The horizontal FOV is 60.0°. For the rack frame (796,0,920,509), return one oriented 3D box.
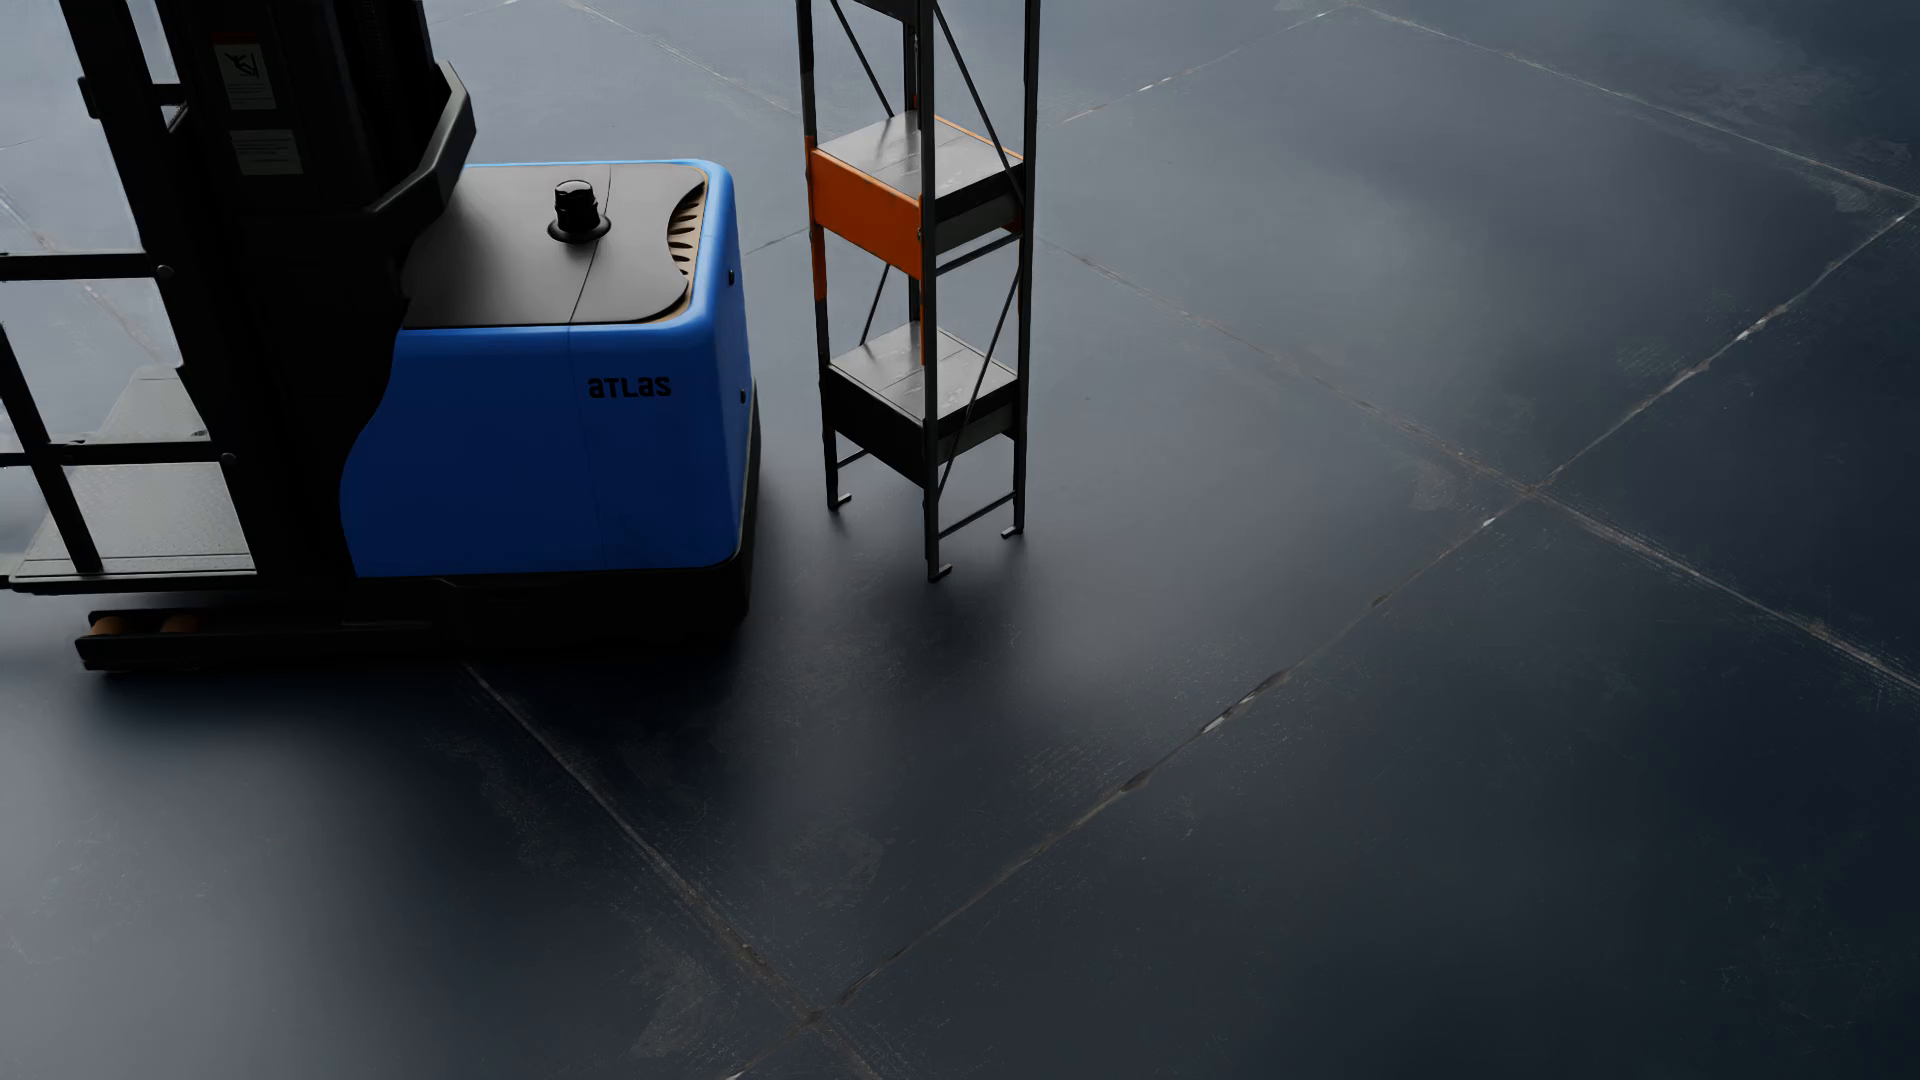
[{"bbox_3d":[-0.277,-1.006,4.825,0.400,2.100,0.015,-30,48,-32],"label":"rack frame"}]

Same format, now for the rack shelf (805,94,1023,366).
[{"bbox_3d":[-0.112,-0.883,4.694,0.431,0.518,0.480,-30,48,-32],"label":"rack shelf"}]

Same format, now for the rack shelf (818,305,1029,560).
[{"bbox_3d":[-0.112,-0.338,5.134,0.431,0.518,0.480,-30,48,-32],"label":"rack shelf"}]

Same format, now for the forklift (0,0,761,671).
[{"bbox_3d":[-2.155,-1.100,4.279,3.031,2.935,1.130,-2,39,-2],"label":"forklift"}]

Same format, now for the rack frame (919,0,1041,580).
[{"bbox_3d":[0.053,-0.781,4.545,0.400,2.100,0.015,-30,48,-32],"label":"rack frame"}]

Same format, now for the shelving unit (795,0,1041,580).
[{"bbox_3d":[-0.112,-0.893,4.685,0.431,2.100,0.503,-30,48,-32],"label":"shelving unit"}]

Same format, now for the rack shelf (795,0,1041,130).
[{"bbox_3d":[-0.112,-1.427,4.254,0.431,0.518,0.480,-30,48,-32],"label":"rack shelf"}]
